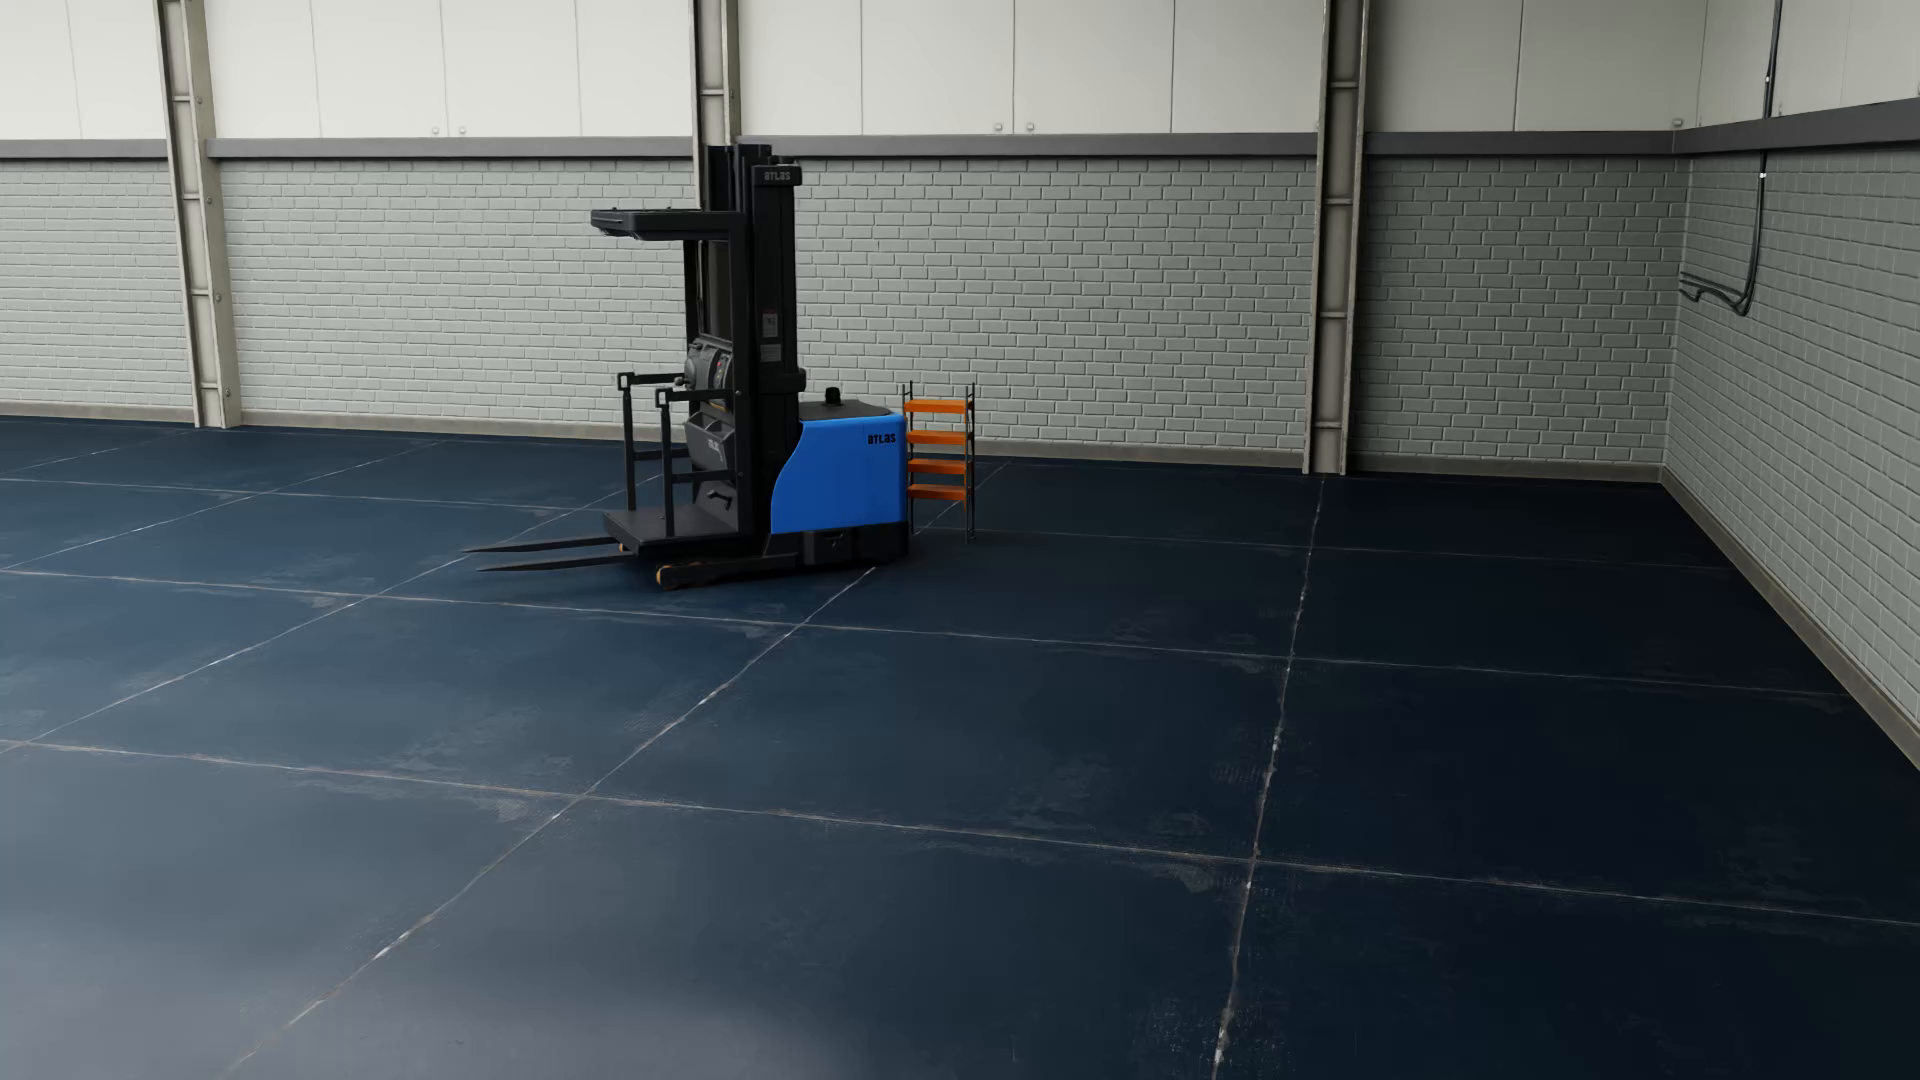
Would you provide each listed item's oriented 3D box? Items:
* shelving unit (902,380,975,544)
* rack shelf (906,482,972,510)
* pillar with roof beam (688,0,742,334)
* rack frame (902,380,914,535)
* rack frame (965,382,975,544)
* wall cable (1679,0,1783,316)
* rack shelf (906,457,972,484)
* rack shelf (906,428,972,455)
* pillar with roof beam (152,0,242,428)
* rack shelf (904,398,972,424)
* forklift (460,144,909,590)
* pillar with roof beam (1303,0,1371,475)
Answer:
[{"bbox_3d":[-0.161,-0.594,12.642,0.503,1.200,0.258,3,13,14],"label":"shelving unit"},{"bbox_3d":[-0.161,-0.335,12.700,0.480,0.148,0.258,3,13,14],"label":"rack shelf"},{"bbox_3d":[-3.424,-4.445,11.994,0.400,9.000,9.100,3,13,14],"label":"pillar with roof beam"},{"bbox_3d":[-0.398,-0.607,12.700,0.015,1.200,0.240,3,13,14],"label":"rack frame"},{"bbox_3d":[0.076,-0.582,12.585,0.015,1.200,0.240,3,13,14],"label":"rack frame"},{"bbox_3d":[5.976,-3.092,13.065,0.112,2.526,3.097,3,13,14],"label":"wall cable"},{"bbox_3d":[-0.161,-0.529,12.657,0.480,0.148,0.258,3,13,14],"label":"rack shelf"},{"bbox_3d":[-0.161,-0.747,12.609,0.480,0.148,0.258,3,13,14],"label":"rack shelf"},{"bbox_3d":[-9.249,-4.757,13.398,0.400,9.000,9.100,3,13,14],"label":"pillar with roof beam"},{"bbox_3d":[-0.161,-0.978,12.557,0.480,0.148,0.258,3,13,14],"label":"rack shelf"},{"bbox_3d":[-1.927,-1.226,11.491,3.031,2.935,1.130,-6,14,-25],"label":"forklift"},{"bbox_3d":[2.402,-4.134,10.591,0.400,9.000,9.100,3,13,14],"label":"pillar with roof beam"}]
